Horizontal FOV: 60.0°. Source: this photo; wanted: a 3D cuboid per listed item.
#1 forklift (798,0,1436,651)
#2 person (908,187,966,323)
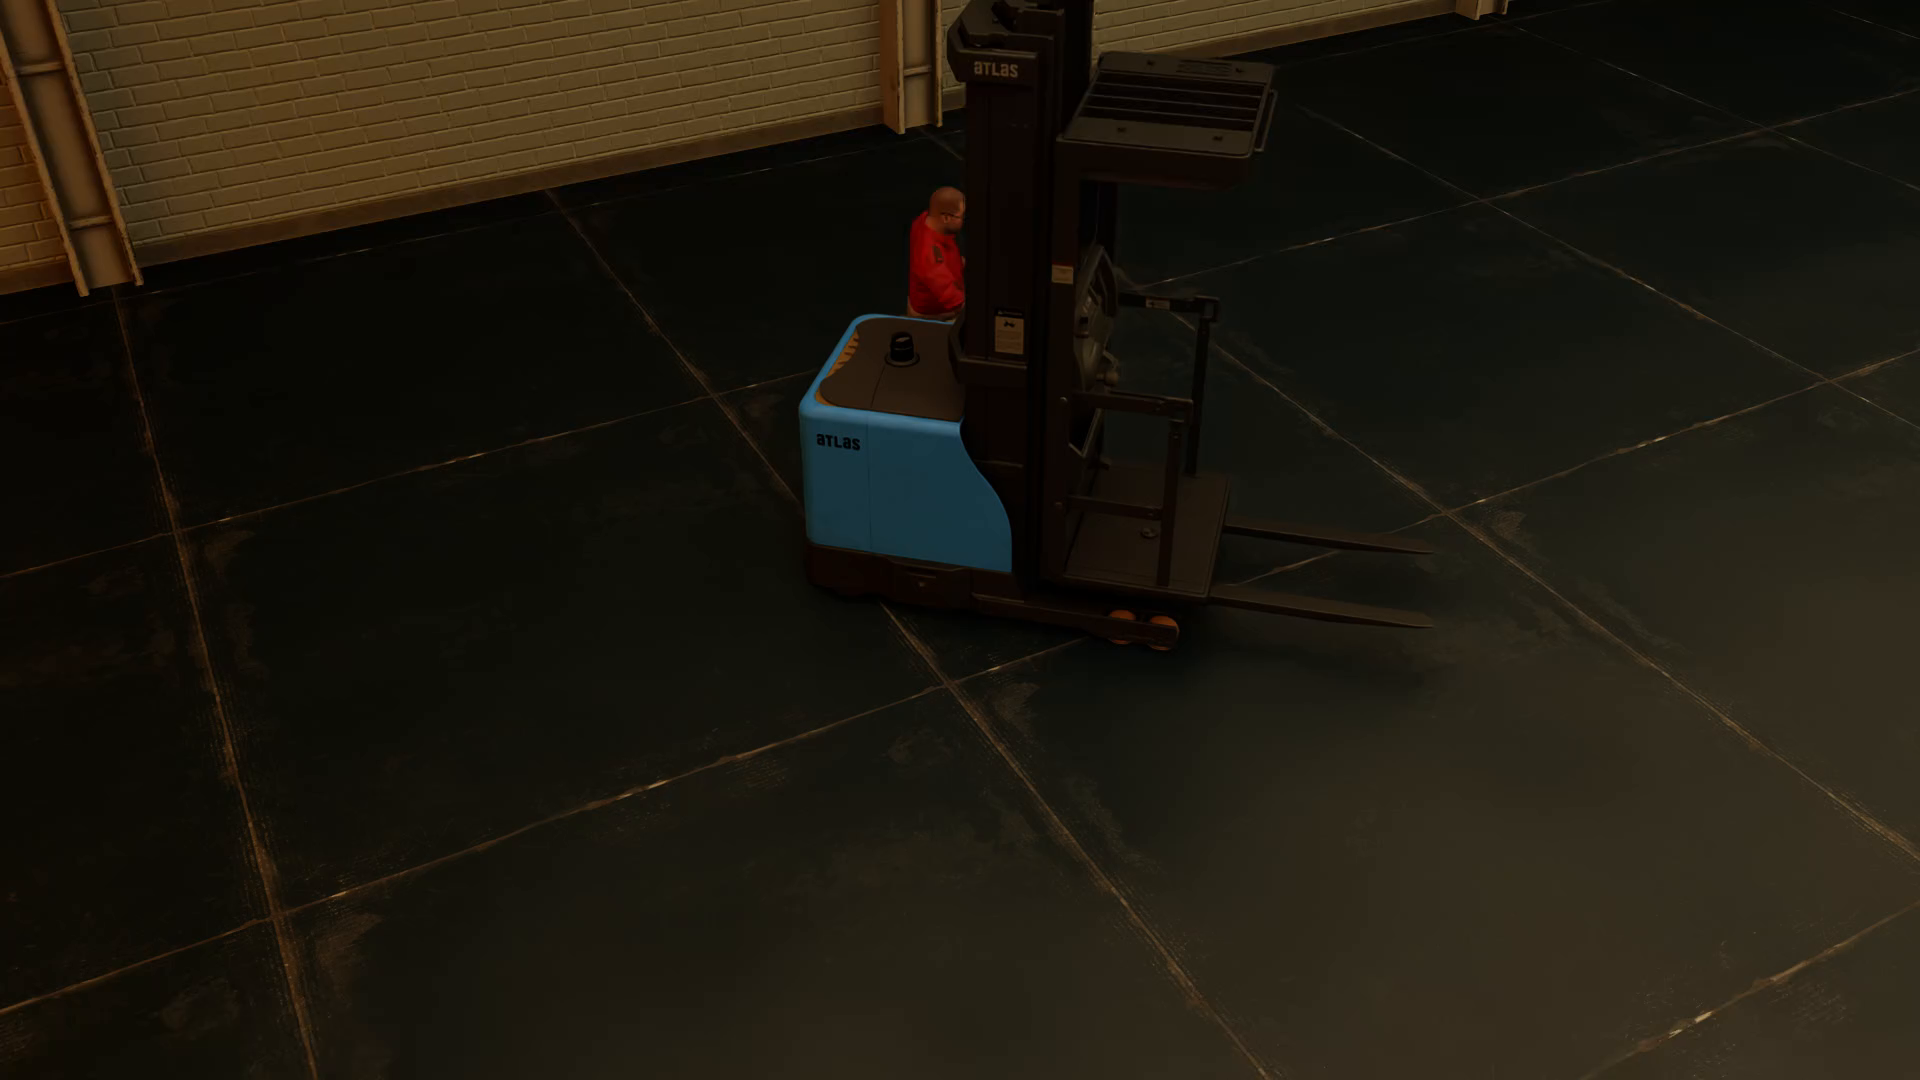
[{"bbox_3d":[0.806,-1.009,7.550,3.031,2.935,1.130,8,36,11],"label":"forklift"},{"bbox_3d":[0.071,-1.216,9.025,0.703,1.562,0.804,-3,35,-4],"label":"person"}]
